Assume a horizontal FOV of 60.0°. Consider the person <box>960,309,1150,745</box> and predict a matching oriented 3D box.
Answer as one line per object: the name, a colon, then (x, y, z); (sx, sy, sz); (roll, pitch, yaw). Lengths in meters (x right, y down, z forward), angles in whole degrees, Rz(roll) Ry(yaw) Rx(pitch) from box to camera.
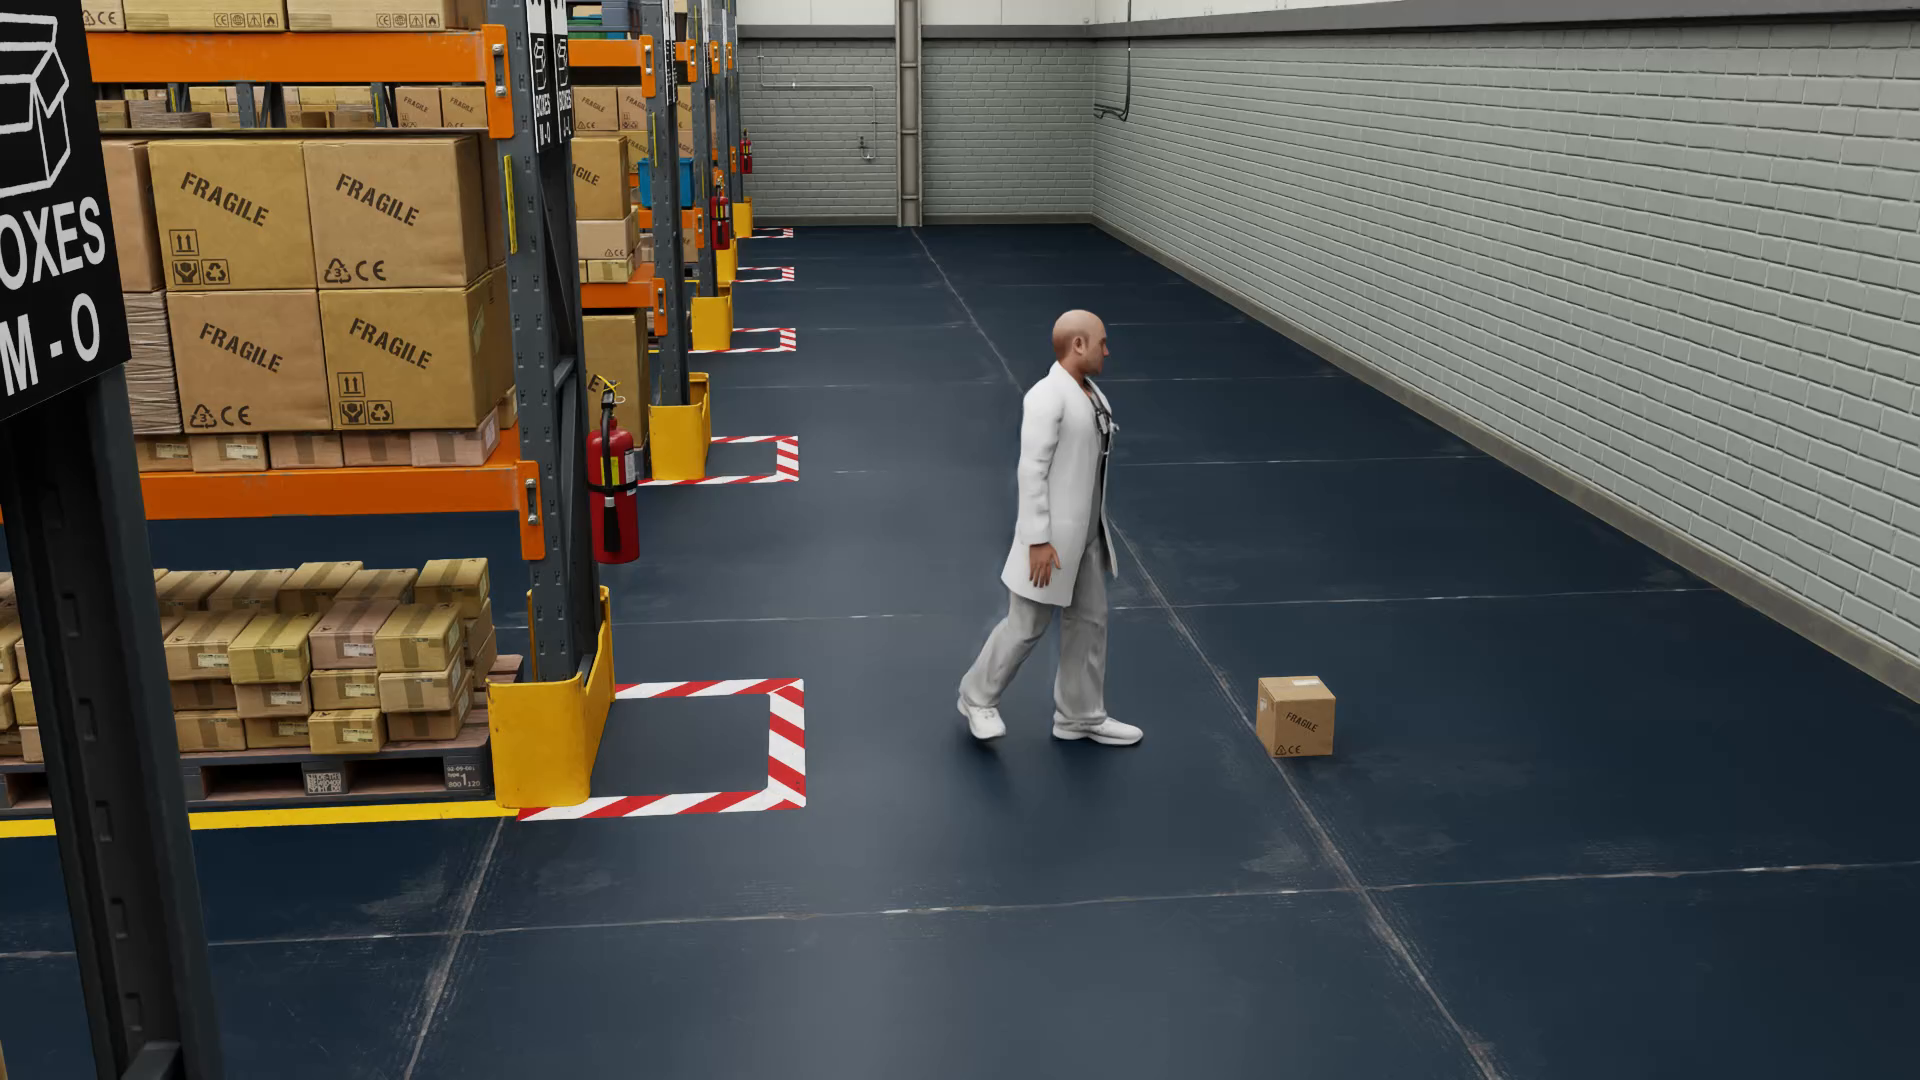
person: (0.378, -0.034, 6.644); (0.771, 1.775, 0.612); (9, 19, 27)
